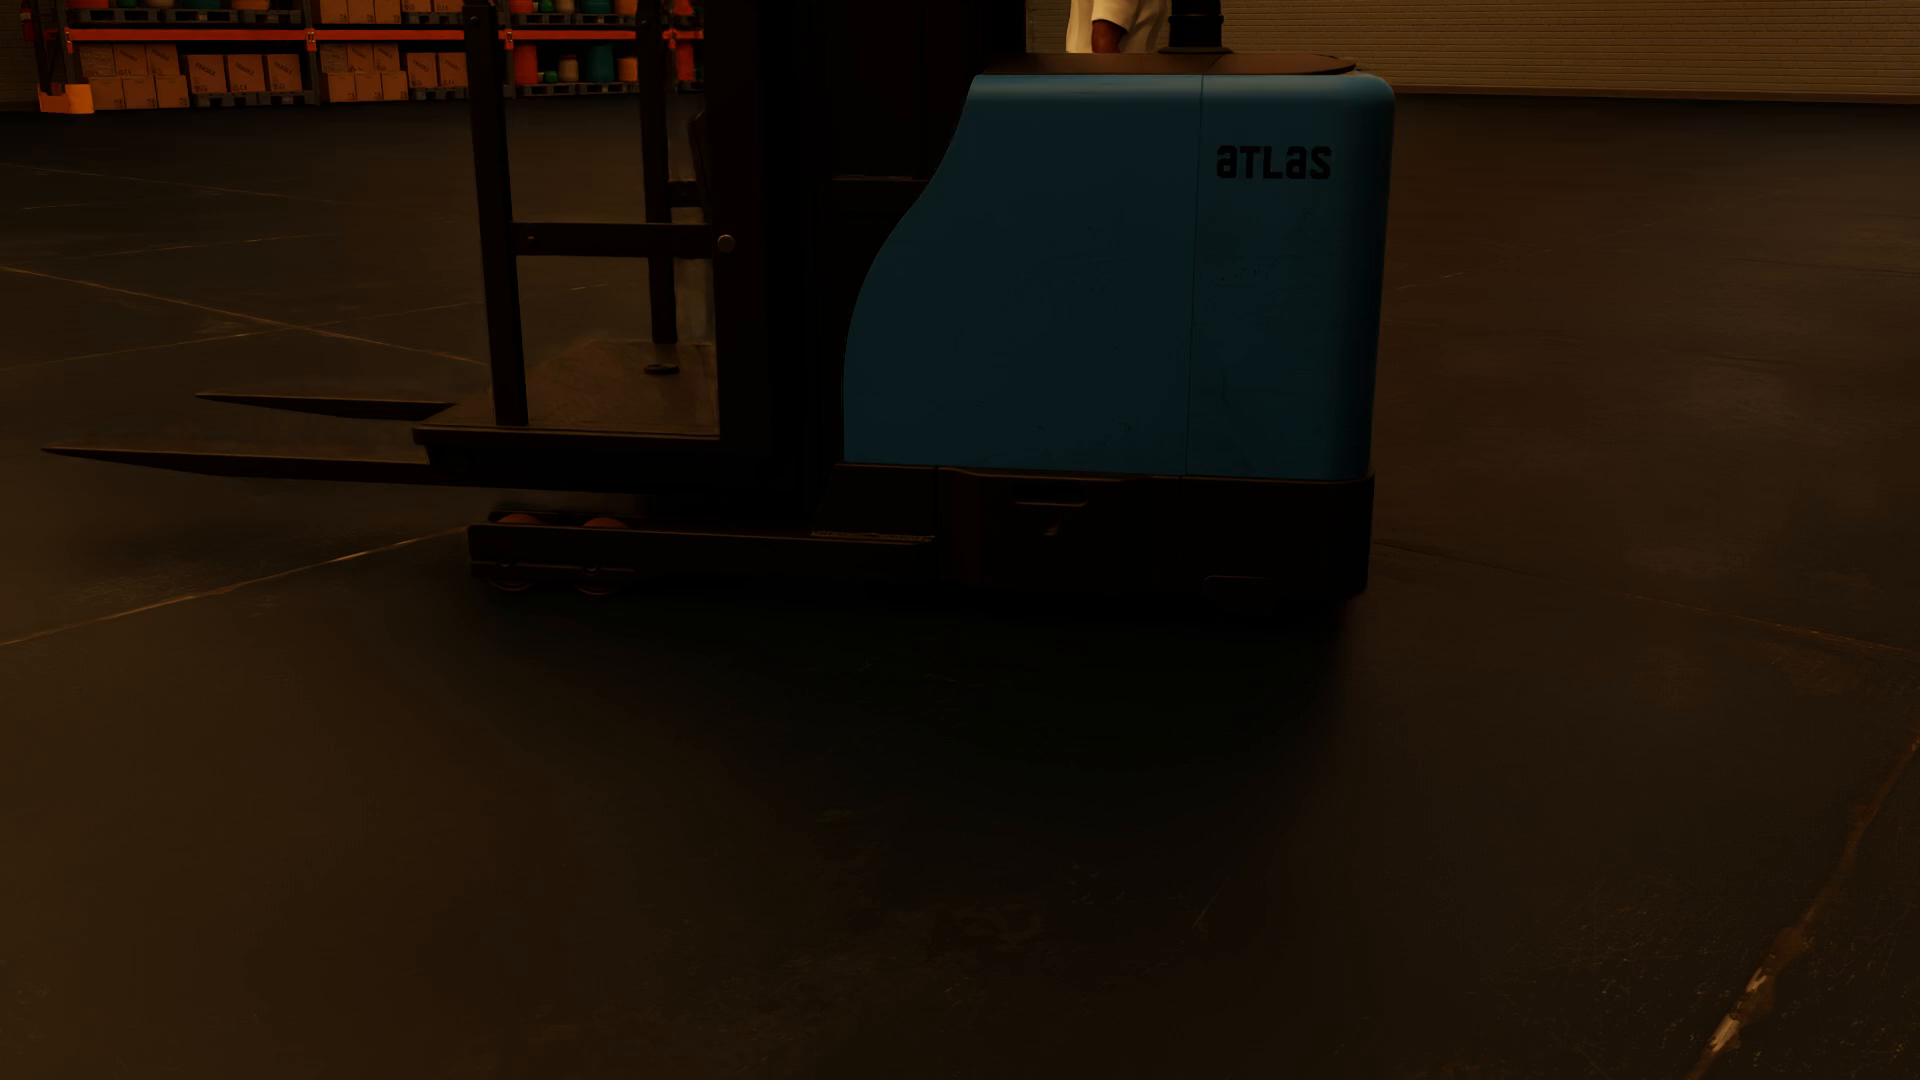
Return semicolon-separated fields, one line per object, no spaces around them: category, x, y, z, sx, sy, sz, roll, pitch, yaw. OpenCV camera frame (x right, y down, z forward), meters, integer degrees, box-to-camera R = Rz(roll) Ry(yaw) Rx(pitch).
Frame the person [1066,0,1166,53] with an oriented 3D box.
person;0.601;-1.507;5.882;0.460;1.759;0.636;3;17;11

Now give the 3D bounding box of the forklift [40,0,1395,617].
forklift;-0.603;-1.430;3.608;3.031;2.935;1.130;3;17;9
